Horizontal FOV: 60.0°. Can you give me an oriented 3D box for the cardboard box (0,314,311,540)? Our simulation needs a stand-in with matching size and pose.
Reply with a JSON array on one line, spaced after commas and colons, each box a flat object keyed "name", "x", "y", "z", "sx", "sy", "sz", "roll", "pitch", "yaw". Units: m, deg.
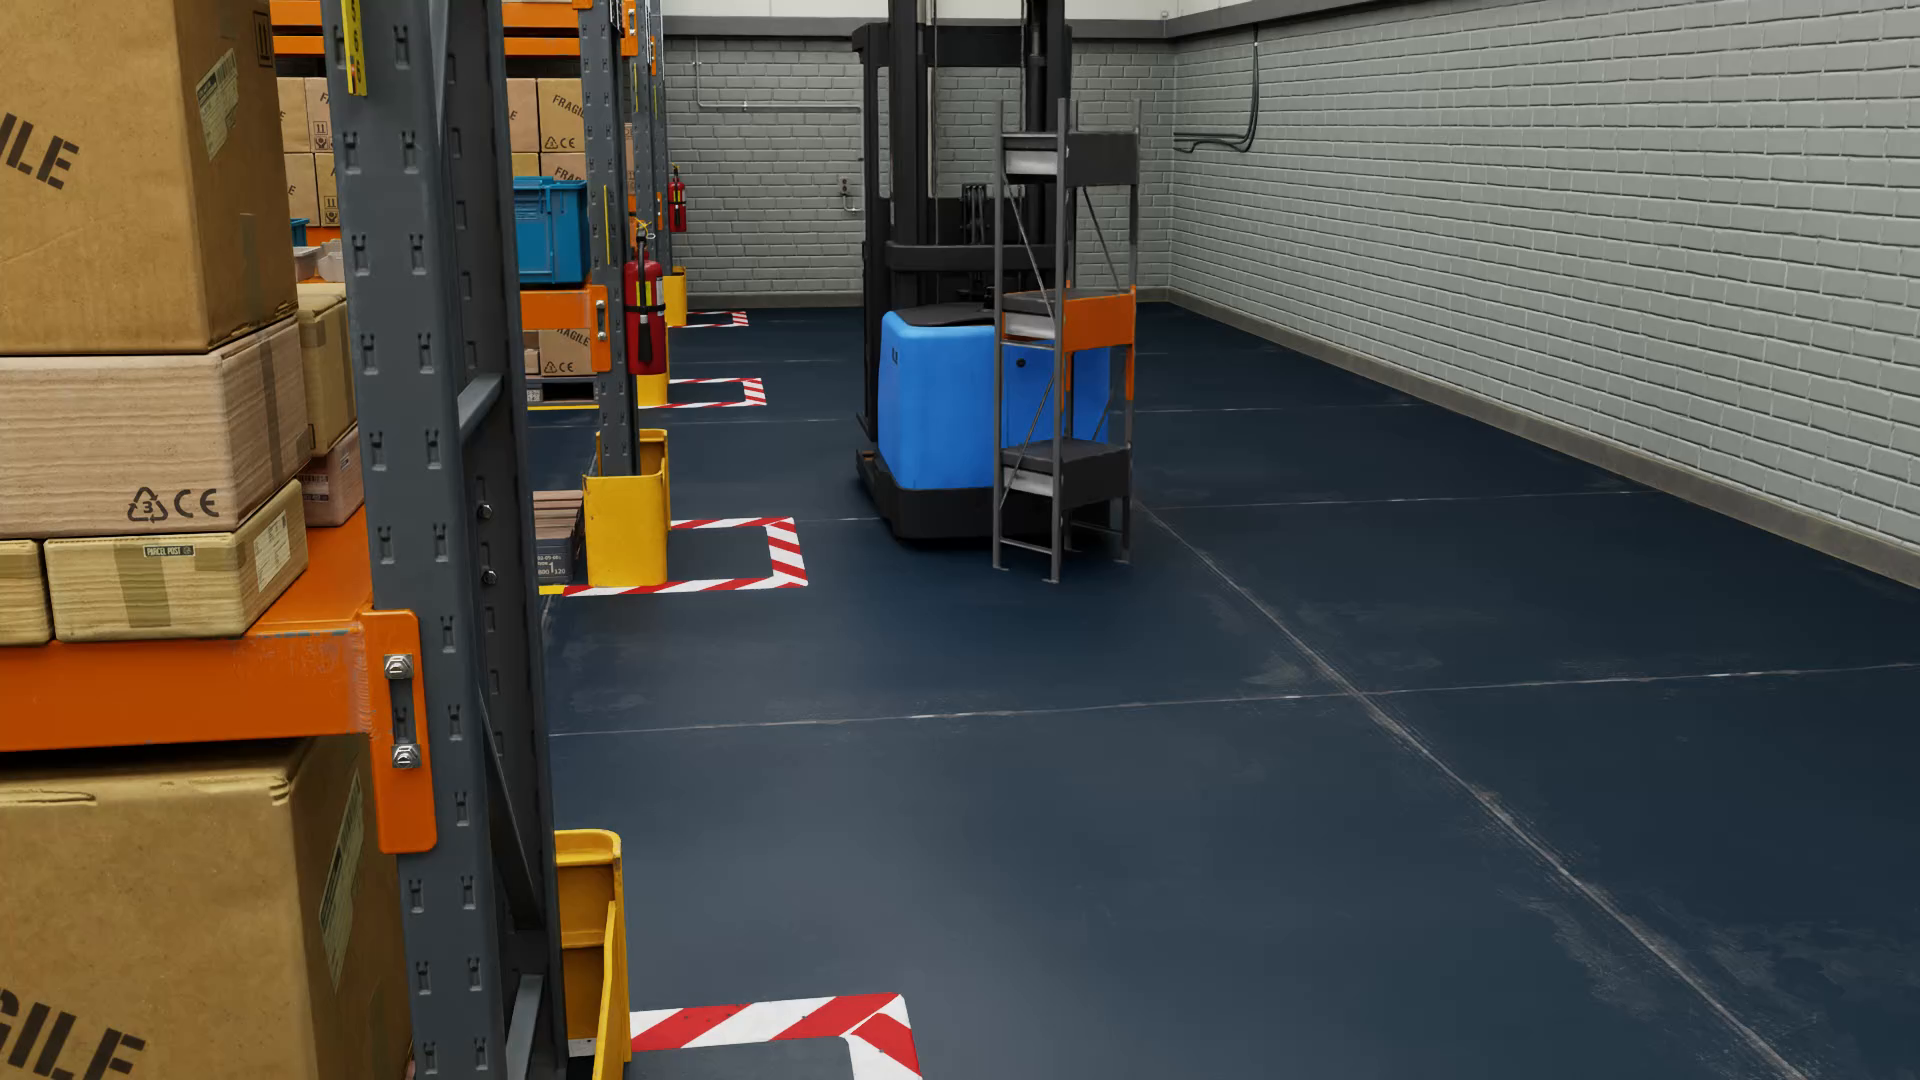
[{"name": "cardboard box", "x": -1.290, "y": -0.181, "z": 2.476, "sx": 0.500, "sy": 0.250, "sz": 0.500, "roll": -2, "pitch": 14, "yaw": -9}]

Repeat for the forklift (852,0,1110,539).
[{"name": "forklift", "x": 0.002, "y": -1.737, "z": 9.121, "sx": 1.130, "sy": 2.935, "sz": 3.031, "roll": -2, "pitch": 14, "yaw": -8}]

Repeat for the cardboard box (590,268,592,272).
[{"name": "cardboard box", "x": -3.741, "y": -2.707, "z": 17.127, "sx": 0.500, "sy": 0.500, "sz": 0.700, "roll": -2, "pitch": 14, "yaw": -8}]

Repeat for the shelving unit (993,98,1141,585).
[{"name": "shelving unit", "x": 0.472, "y": -0.894, "z": 7.468, "sx": 0.503, "sy": 2.100, "sz": 0.431, "roll": -13, "pitch": 19, "yaw": -43}]

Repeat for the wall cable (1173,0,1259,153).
[{"name": "wall cable", "x": 2.582, "y": -5.288, "z": 17.193, "sx": 0.112, "sy": 2.526, "sz": 3.097, "roll": -2, "pitch": 14, "yaw": -8}]

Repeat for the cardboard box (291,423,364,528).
[{"name": "cardboard box", "x": -1.250, "y": -0.136, "z": 3.114, "sx": 0.250, "sy": 0.149, "sz": 0.380, "roll": -2, "pitch": 14, "yaw": -8}]

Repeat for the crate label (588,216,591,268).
[{"name": "crate label", "x": -1.881, "y": -1.401, "z": 7.862, "sx": 0.303, "sy": 0.233, "sz": 0.416, "roll": -2, "pitch": 14, "yaw": -8}]

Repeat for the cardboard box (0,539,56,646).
[{"name": "cardboard box", "x": -1.410, "y": 0.033, "z": 2.442, "sx": 0.250, "sy": 0.149, "sz": 0.380, "roll": -2, "pitch": 14, "yaw": -8}]

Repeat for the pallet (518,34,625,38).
[{"name": "pallet", "x": -3.796, "y": -5.148, "z": 16.600, "sx": 1.213, "sy": 0.211, "sz": 1.003, "roll": -2, "pitch": 14, "yaw": -8}]

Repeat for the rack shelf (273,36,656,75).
[{"name": "rack shelf", "x": -5.041, "y": -4.799, "z": 16.504, "sx": 4.000, "sy": 0.370, "sz": 1.077, "roll": -2, "pitch": 14, "yaw": -8}]

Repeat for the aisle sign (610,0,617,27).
[{"name": "aisle sign", "x": -1.473, "y": -2.576, "z": 6.982, "sx": 0.004, "sy": 0.787, "sz": 0.394, "roll": -2, "pitch": 14, "yaw": -8}]

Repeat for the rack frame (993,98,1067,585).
[{"name": "rack frame", "x": 0.298, "y": -0.852, "z": 7.302, "sx": 0.015, "sy": 2.100, "sz": 0.400, "roll": -13, "pitch": 19, "yaw": -43}]

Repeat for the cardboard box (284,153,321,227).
[{"name": "cardboard box", "x": -4.732, "y": -2.468, "z": 11.689, "sx": 0.500, "sy": 0.500, "sz": 0.500, "roll": -2, "pitch": 14, "yaw": -9}]

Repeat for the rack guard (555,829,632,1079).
[{"name": "rack guard", "x": -0.826, "y": 1.020, "z": 3.126, "sx": 0.348, "sy": 0.500, "sz": 1.175, "roll": -2, "pitch": 14, "yaw": -8}]

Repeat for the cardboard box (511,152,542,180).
[{"name": "cardboard box", "x": -3.237, "y": -2.521, "z": 11.904, "sx": 0.500, "sy": 0.500, "sz": 0.500, "roll": -2, "pitch": 14, "yaw": -8}]

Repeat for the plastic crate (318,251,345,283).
[{"name": "plastic crate", "x": -2.656, "y": -1.204, "z": 7.274, "sx": 0.243, "sy": 0.136, "sz": 0.396, "roll": -2, "pitch": 14, "yaw": -8}]

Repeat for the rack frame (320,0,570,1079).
[{"name": "rack frame", "x": -0.850, "y": -0.191, "z": 2.818, "sx": 0.127, "sy": 3.000, "sz": 1.000, "roll": -2, "pitch": 14, "yaw": -8}]

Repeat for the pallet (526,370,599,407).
[{"name": "pallet", "x": -3.185, "y": -1.190, "z": 12.532, "sx": 1.213, "sy": 0.211, "sz": 1.003, "roll": -2, "pitch": 14, "yaw": -8}]

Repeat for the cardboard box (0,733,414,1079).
[{"name": "cardboard box", "x": -1.471, "y": 0.678, "z": 2.856, "sx": 0.875, "sy": 0.875, "sz": 0.875, "roll": -2, "pitch": 14, "yaw": -8}]

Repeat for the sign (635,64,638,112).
[{"name": "sign", "x": -2.259, "y": -3.155, "z": 11.606, "sx": 0.005, "sy": 0.325, "sz": 0.100, "roll": -2, "pitch": 14, "yaw": -8}]

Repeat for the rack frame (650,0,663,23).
[{"name": "rack frame", "x": -3.064, "y": -6.676, "z": 16.341, "sx": 0.127, "sy": 3.000, "sz": 1.000, "roll": -2, "pitch": 14, "yaw": -8}]

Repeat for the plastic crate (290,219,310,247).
[{"name": "plastic crate", "x": -3.183, "y": -1.353, "z": 7.672, "sx": 0.300, "sy": 0.233, "sz": 0.416, "roll": -2, "pitch": 14, "yaw": -8}]

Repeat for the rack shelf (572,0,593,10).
[{"name": "rack shelf", "x": -3.565, "y": -2.416, "z": 7.002, "sx": 4.000, "sy": 0.370, "sz": 1.077, "roll": -2, "pitch": 14, "yaw": -8}]

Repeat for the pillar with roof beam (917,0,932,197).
[{"name": "pillar with roof beam", "x": 0.119, "y": -5.946, "z": 13.432, "sx": 0.400, "sy": 9.000, "sz": 9.100, "roll": -2, "pitch": 14, "yaw": -8}]

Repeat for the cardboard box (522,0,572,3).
[{"name": "cardboard box", "x": -2.791, "y": -3.874, "z": 11.646, "sx": 0.500, "sy": 0.250, "sz": 0.500, "roll": -2, "pitch": 14, "yaw": -8}]

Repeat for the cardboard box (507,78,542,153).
[{"name": "cardboard box", "x": -3.221, "y": -3.007, "z": 11.784, "sx": 0.500, "sy": 0.500, "sz": 0.500, "roll": -2, "pitch": 14, "yaw": -7}]

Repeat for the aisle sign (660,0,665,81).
[{"name": "aisle sign", "x": -2.948, "y": -4.957, "z": 16.477, "sx": 0.004, "sy": 0.787, "sz": 0.394, "roll": -2, "pitch": 14, "yaw": -8}]

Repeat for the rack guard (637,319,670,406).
[{"name": "rack guard", "x": -2.397, "y": -1.359, "z": 12.613, "sx": 0.348, "sy": 0.500, "sz": 1.175, "roll": -2, "pitch": 14, "yaw": -8}]

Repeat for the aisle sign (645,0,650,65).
[{"name": "aisle sign", "x": -2.209, "y": -3.764, "z": 11.720, "sx": 0.004, "sy": 0.787, "sz": 0.394, "roll": -2, "pitch": 14, "yaw": -8}]

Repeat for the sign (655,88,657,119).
[{"name": "sign", "x": -2.997, "y": -4.311, "z": 16.379, "sx": 0.005, "sy": 0.325, "sz": 0.100, "roll": -2, "pitch": 14, "yaw": -8}]

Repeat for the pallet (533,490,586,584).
[{"name": "pallet", "x": -2.409, "y": -0.010, "z": 7.826, "sx": 1.213, "sy": 0.211, "sz": 1.003, "roll": -2, "pitch": 14, "yaw": -8}]

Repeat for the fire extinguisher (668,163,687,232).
[{"name": "fire extinguisher", "x": -2.846, "y": -3.442, "z": 16.705, "sx": 0.183, "sy": 0.674, "sz": 0.296, "roll": -2, "pitch": 14, "yaw": -8}]

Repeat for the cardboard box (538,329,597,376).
[{"name": "cardboard box", "x": -2.823, "y": -1.496, "z": 12.256, "sx": 0.500, "sy": 0.500, "sz": 0.500, "roll": -2, "pitch": 14, "yaw": -8}]

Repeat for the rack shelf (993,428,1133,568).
[{"name": "rack shelf", "x": 0.472, "y": -0.201, "z": 7.642, "sx": 0.480, "sy": 0.518, "sz": 0.431, "roll": -13, "pitch": 19, "yaw": -43}]

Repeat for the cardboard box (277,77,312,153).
[{"name": "cardboard box", "x": -4.751, "y": -2.949, "z": 11.555, "sx": 0.500, "sy": 0.500, "sz": 0.500, "roll": -3, "pitch": 14, "yaw": -10}]

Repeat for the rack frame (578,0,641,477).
[{"name": "rack frame", "x": -1.588, "y": -1.383, "z": 7.569, "sx": 0.127, "sy": 3.000, "sz": 1.000, "roll": -2, "pitch": 14, "yaw": -8}]

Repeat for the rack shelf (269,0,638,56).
[{"name": "rack shelf", "x": -4.300, "y": -3.608, "z": 11.754, "sx": 4.000, "sy": 0.370, "sz": 1.077, "roll": -2, "pitch": 14, "yaw": -8}]
